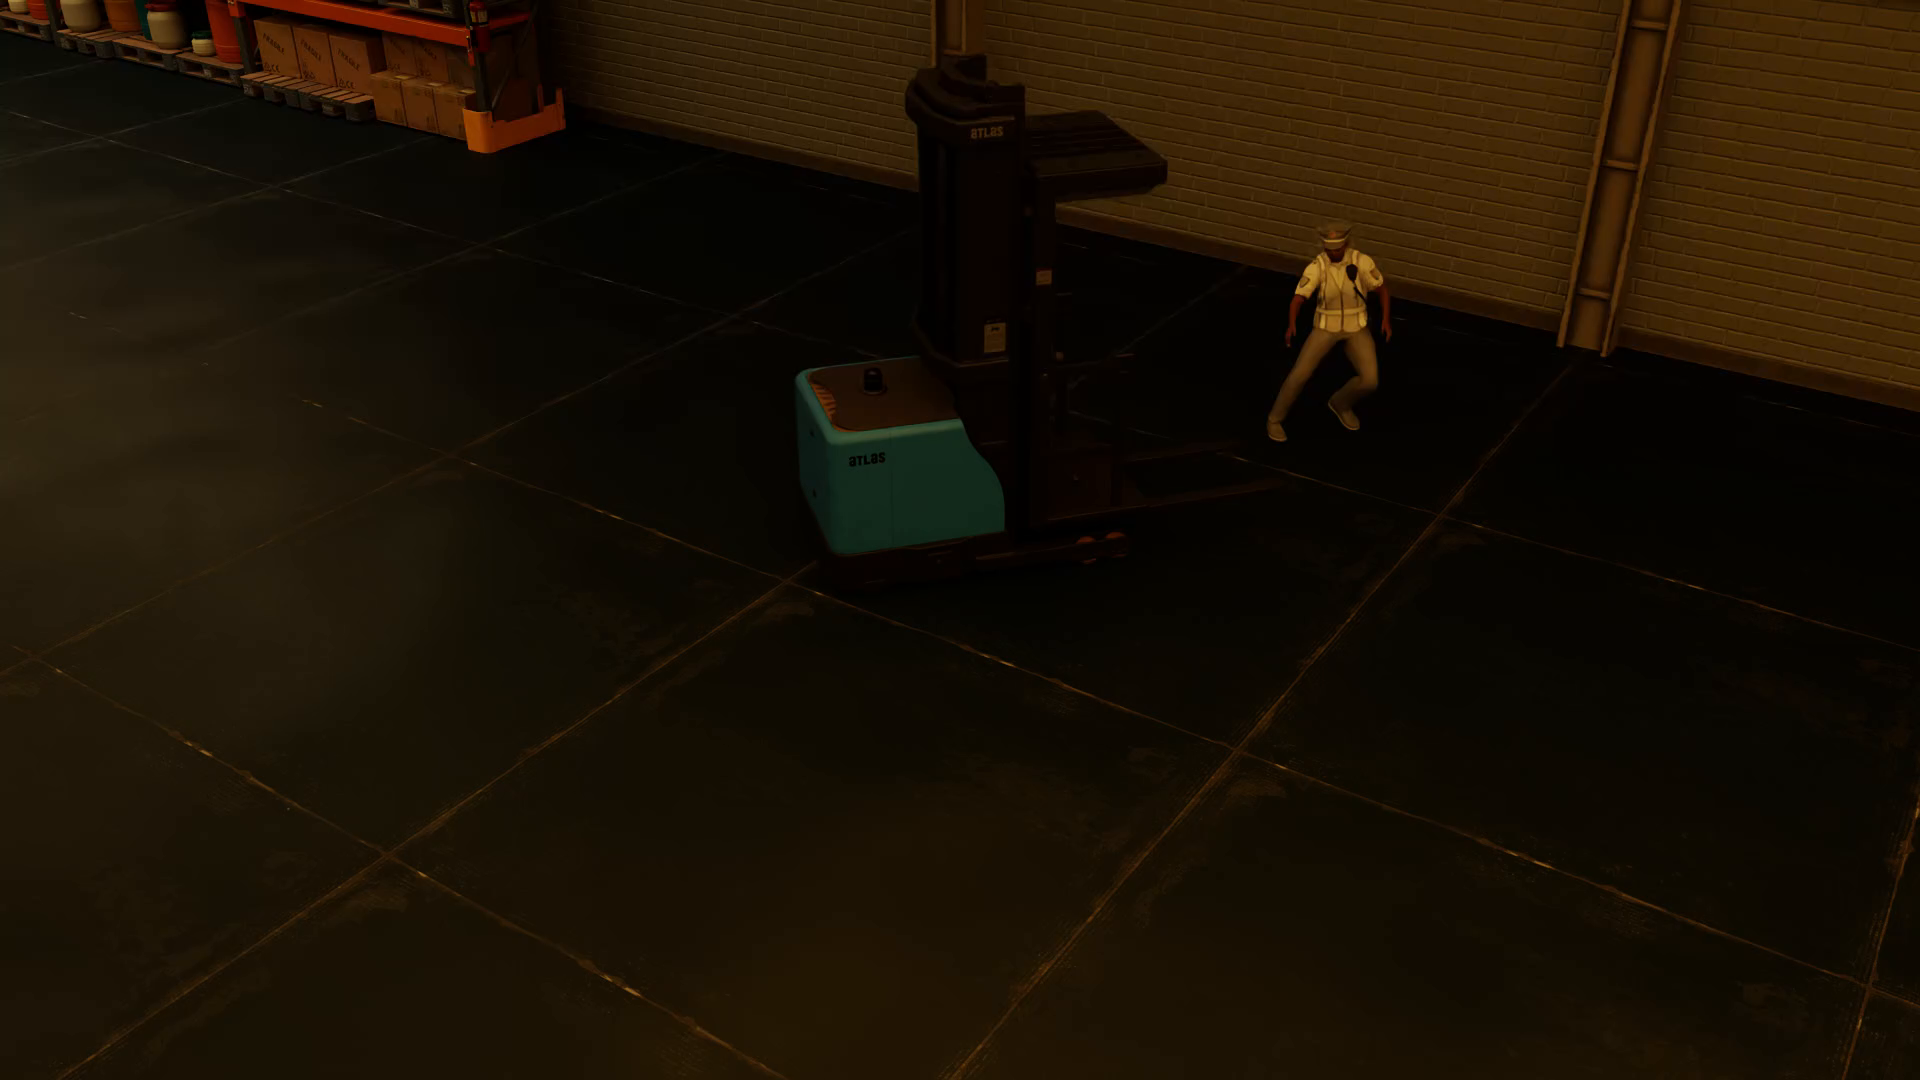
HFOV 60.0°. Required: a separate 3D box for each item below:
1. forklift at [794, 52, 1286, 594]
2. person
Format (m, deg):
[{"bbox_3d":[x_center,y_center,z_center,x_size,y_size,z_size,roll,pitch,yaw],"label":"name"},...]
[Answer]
[{"bbox_3d":[0.551,-1.366,9.933,3.031,2.935,1.130,-9,31,-15],"label":"forklift"},{"bbox_3d":[2.564,-1.412,11.428,0.771,1.505,0.678,5,30,8],"label":"person"}]
